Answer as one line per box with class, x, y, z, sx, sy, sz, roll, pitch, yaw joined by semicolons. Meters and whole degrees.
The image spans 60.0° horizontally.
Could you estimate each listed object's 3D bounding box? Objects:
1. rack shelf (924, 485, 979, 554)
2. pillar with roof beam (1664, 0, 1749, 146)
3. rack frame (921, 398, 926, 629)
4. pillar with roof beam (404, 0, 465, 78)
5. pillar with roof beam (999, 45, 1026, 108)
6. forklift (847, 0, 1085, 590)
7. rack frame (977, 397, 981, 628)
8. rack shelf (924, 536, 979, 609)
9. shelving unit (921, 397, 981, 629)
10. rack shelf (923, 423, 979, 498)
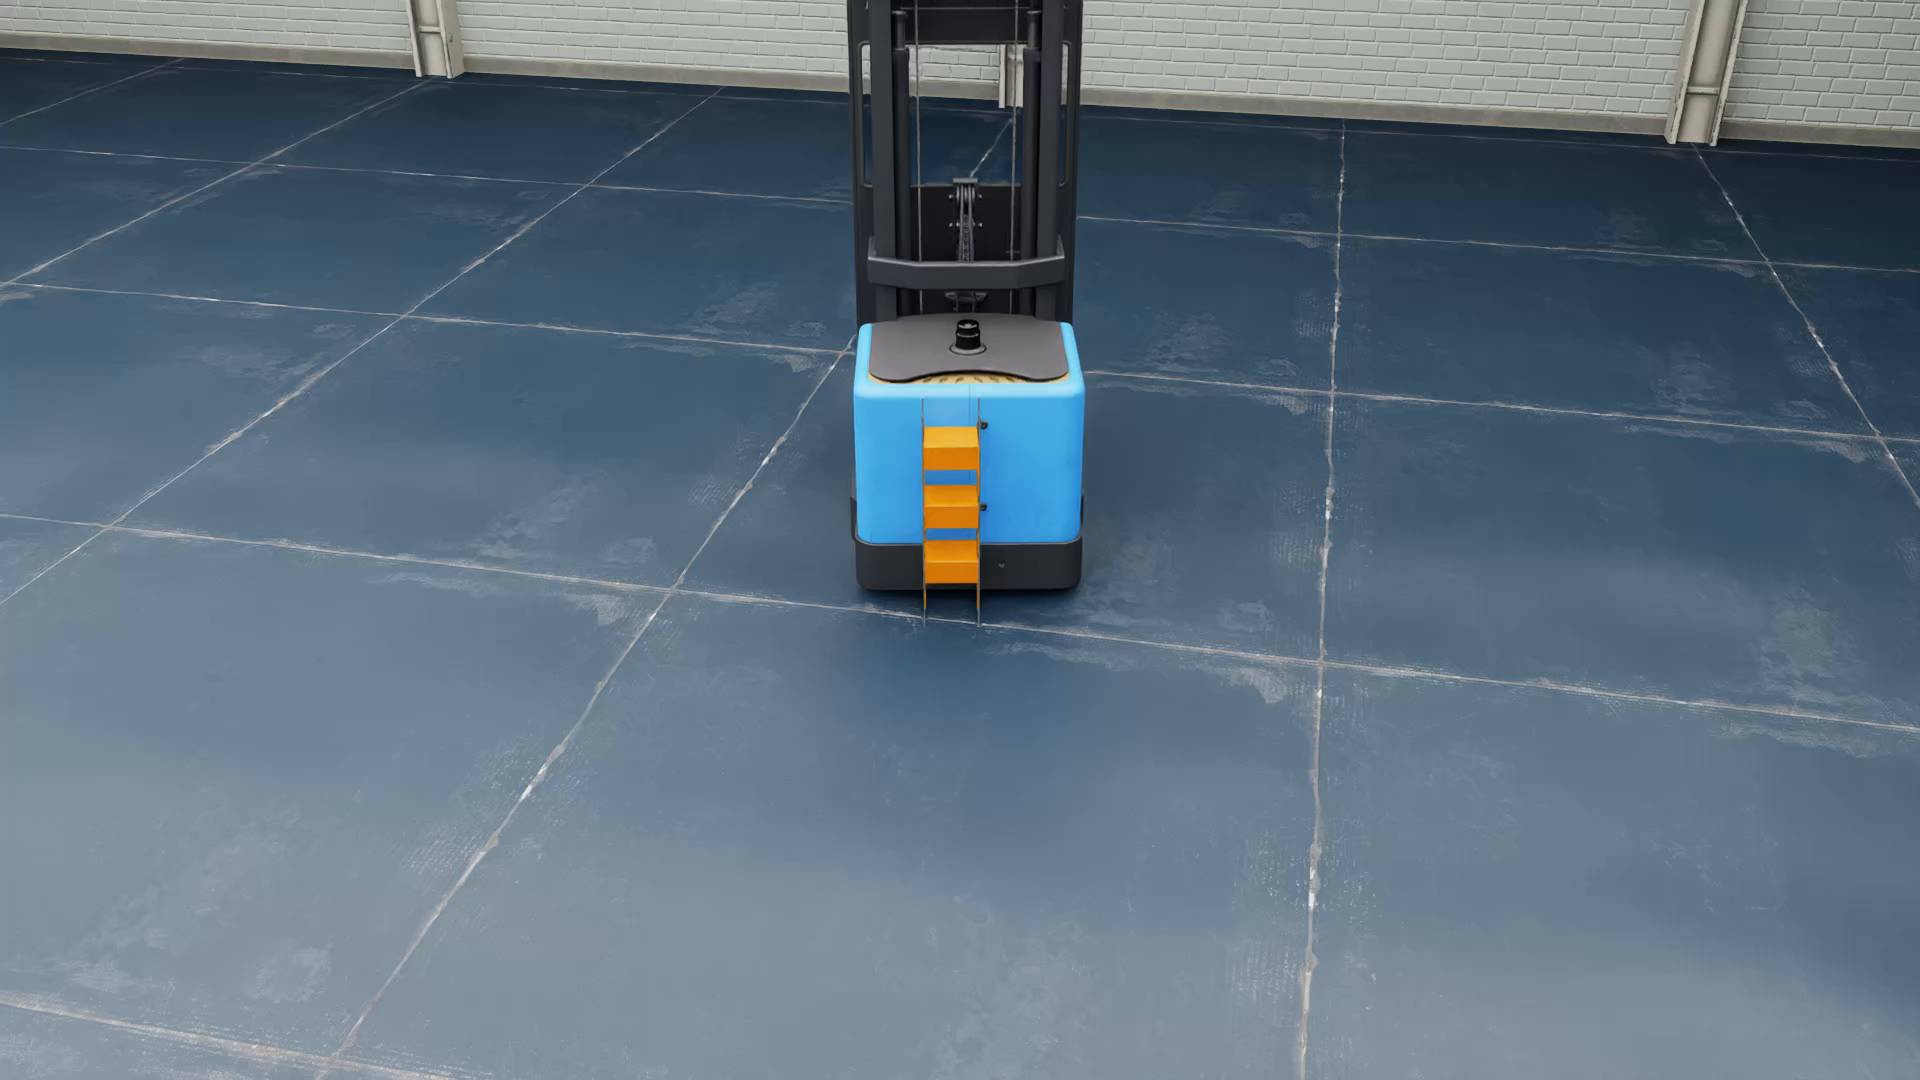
rack shelf;-0.039;-0.099;7.359;0.240;0.259;0.215;0;29;-1
pillar with roof beam;5.559;-5.465;8.862;0.400;9.000;9.100;6;29;11
rack frame;-0.161;-0.107;7.352;0.008;1.050;0.200;0;29;-1
pillar with roof beam;-6.176;-6.669;11.060;0.400;9.000;9.100;6;29;11
pillar with roof beam;-0.308;-6.067;9.961;0.400;9.000;9.100;6;29;11
forklift;0.018;-1.721;8.341;1.130;2.935;3.031;0;29;-1
rack frame;0.083;-0.109;7.356;0.008;1.050;0.200;0;29;-1
rack shelf;-0.039;0.145;7.493;0.240;0.259;0.215;0;29;-1
shelving unit;-0.039;-0.108;7.354;0.252;1.050;0.215;0;29;-1
rack shelf;-0.039;-0.348;7.223;0.240;0.259;0.215;0;29;-1
